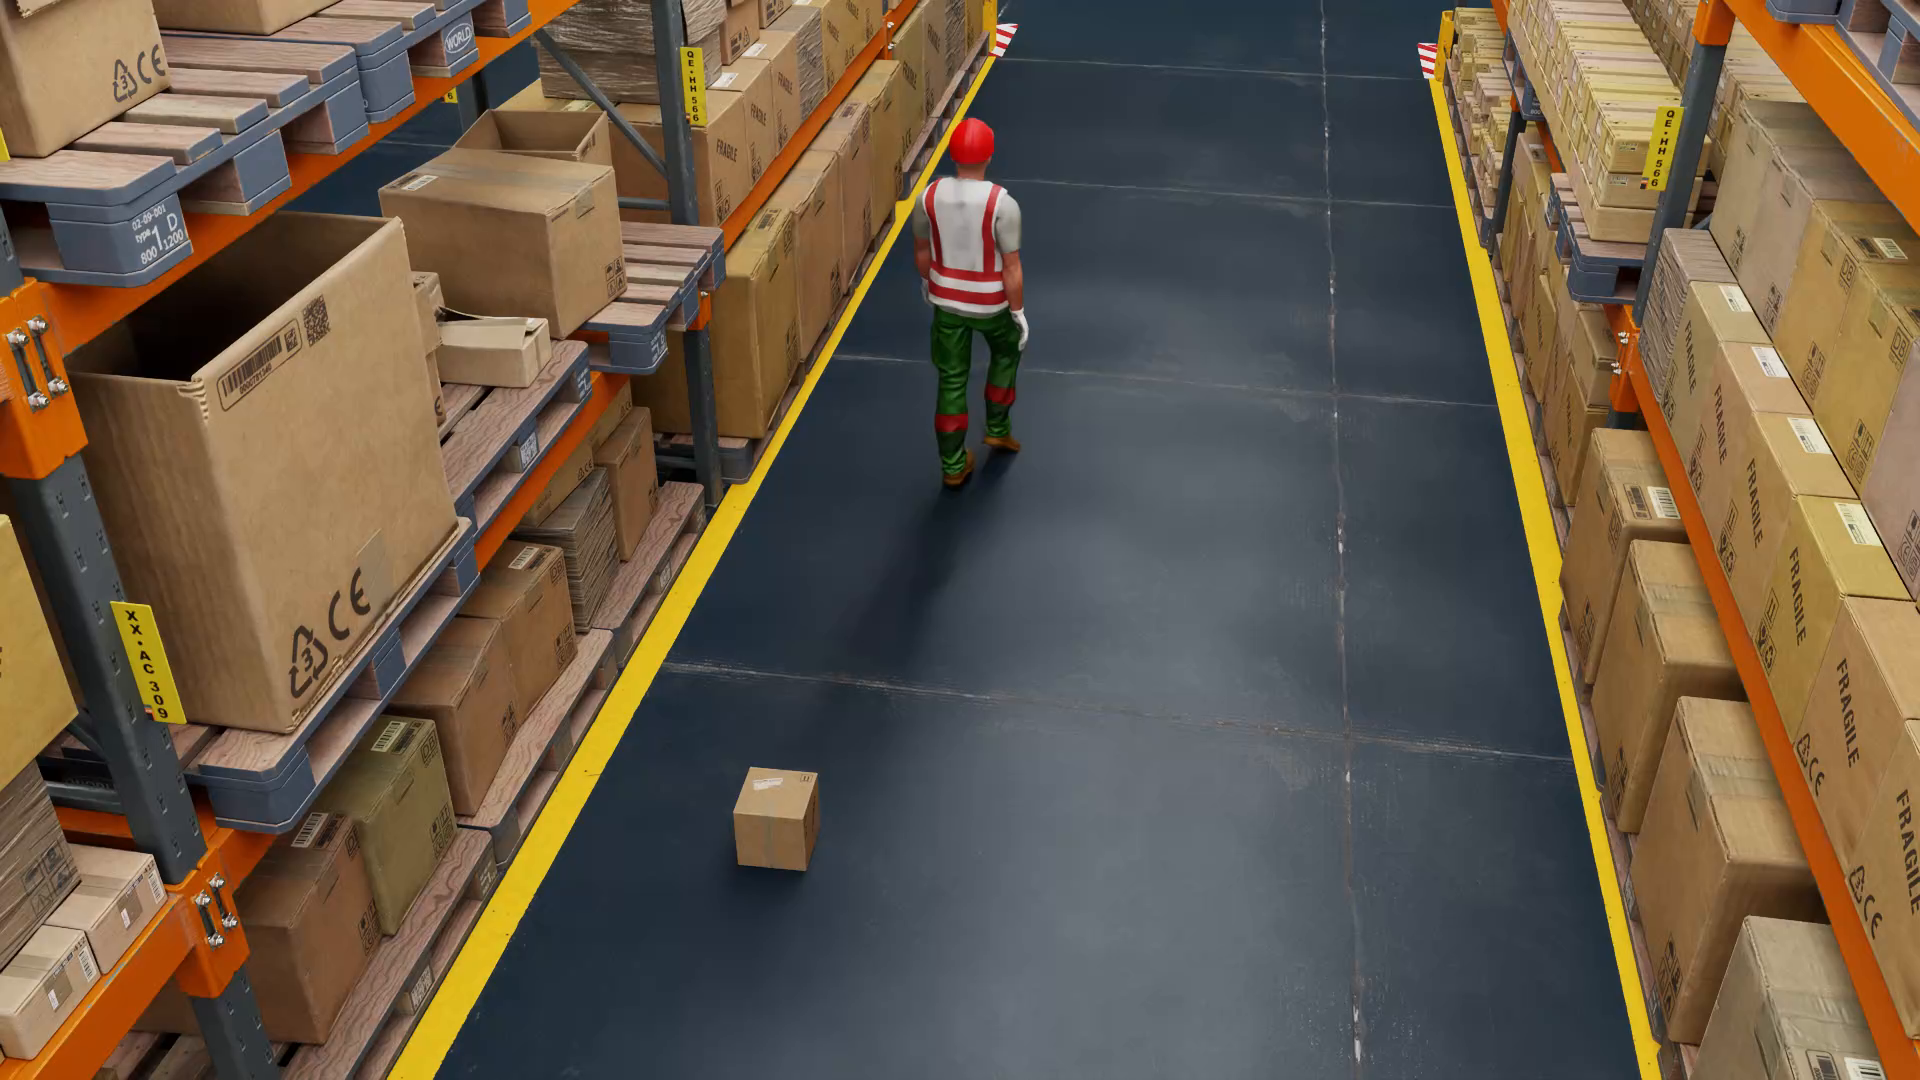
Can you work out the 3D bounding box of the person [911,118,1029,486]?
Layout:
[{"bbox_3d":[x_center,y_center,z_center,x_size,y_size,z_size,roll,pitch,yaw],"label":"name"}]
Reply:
[{"bbox_3d":[0.074,-1.126,7.923,0.599,1.842,0.614,8,33,13],"label":"person"}]
